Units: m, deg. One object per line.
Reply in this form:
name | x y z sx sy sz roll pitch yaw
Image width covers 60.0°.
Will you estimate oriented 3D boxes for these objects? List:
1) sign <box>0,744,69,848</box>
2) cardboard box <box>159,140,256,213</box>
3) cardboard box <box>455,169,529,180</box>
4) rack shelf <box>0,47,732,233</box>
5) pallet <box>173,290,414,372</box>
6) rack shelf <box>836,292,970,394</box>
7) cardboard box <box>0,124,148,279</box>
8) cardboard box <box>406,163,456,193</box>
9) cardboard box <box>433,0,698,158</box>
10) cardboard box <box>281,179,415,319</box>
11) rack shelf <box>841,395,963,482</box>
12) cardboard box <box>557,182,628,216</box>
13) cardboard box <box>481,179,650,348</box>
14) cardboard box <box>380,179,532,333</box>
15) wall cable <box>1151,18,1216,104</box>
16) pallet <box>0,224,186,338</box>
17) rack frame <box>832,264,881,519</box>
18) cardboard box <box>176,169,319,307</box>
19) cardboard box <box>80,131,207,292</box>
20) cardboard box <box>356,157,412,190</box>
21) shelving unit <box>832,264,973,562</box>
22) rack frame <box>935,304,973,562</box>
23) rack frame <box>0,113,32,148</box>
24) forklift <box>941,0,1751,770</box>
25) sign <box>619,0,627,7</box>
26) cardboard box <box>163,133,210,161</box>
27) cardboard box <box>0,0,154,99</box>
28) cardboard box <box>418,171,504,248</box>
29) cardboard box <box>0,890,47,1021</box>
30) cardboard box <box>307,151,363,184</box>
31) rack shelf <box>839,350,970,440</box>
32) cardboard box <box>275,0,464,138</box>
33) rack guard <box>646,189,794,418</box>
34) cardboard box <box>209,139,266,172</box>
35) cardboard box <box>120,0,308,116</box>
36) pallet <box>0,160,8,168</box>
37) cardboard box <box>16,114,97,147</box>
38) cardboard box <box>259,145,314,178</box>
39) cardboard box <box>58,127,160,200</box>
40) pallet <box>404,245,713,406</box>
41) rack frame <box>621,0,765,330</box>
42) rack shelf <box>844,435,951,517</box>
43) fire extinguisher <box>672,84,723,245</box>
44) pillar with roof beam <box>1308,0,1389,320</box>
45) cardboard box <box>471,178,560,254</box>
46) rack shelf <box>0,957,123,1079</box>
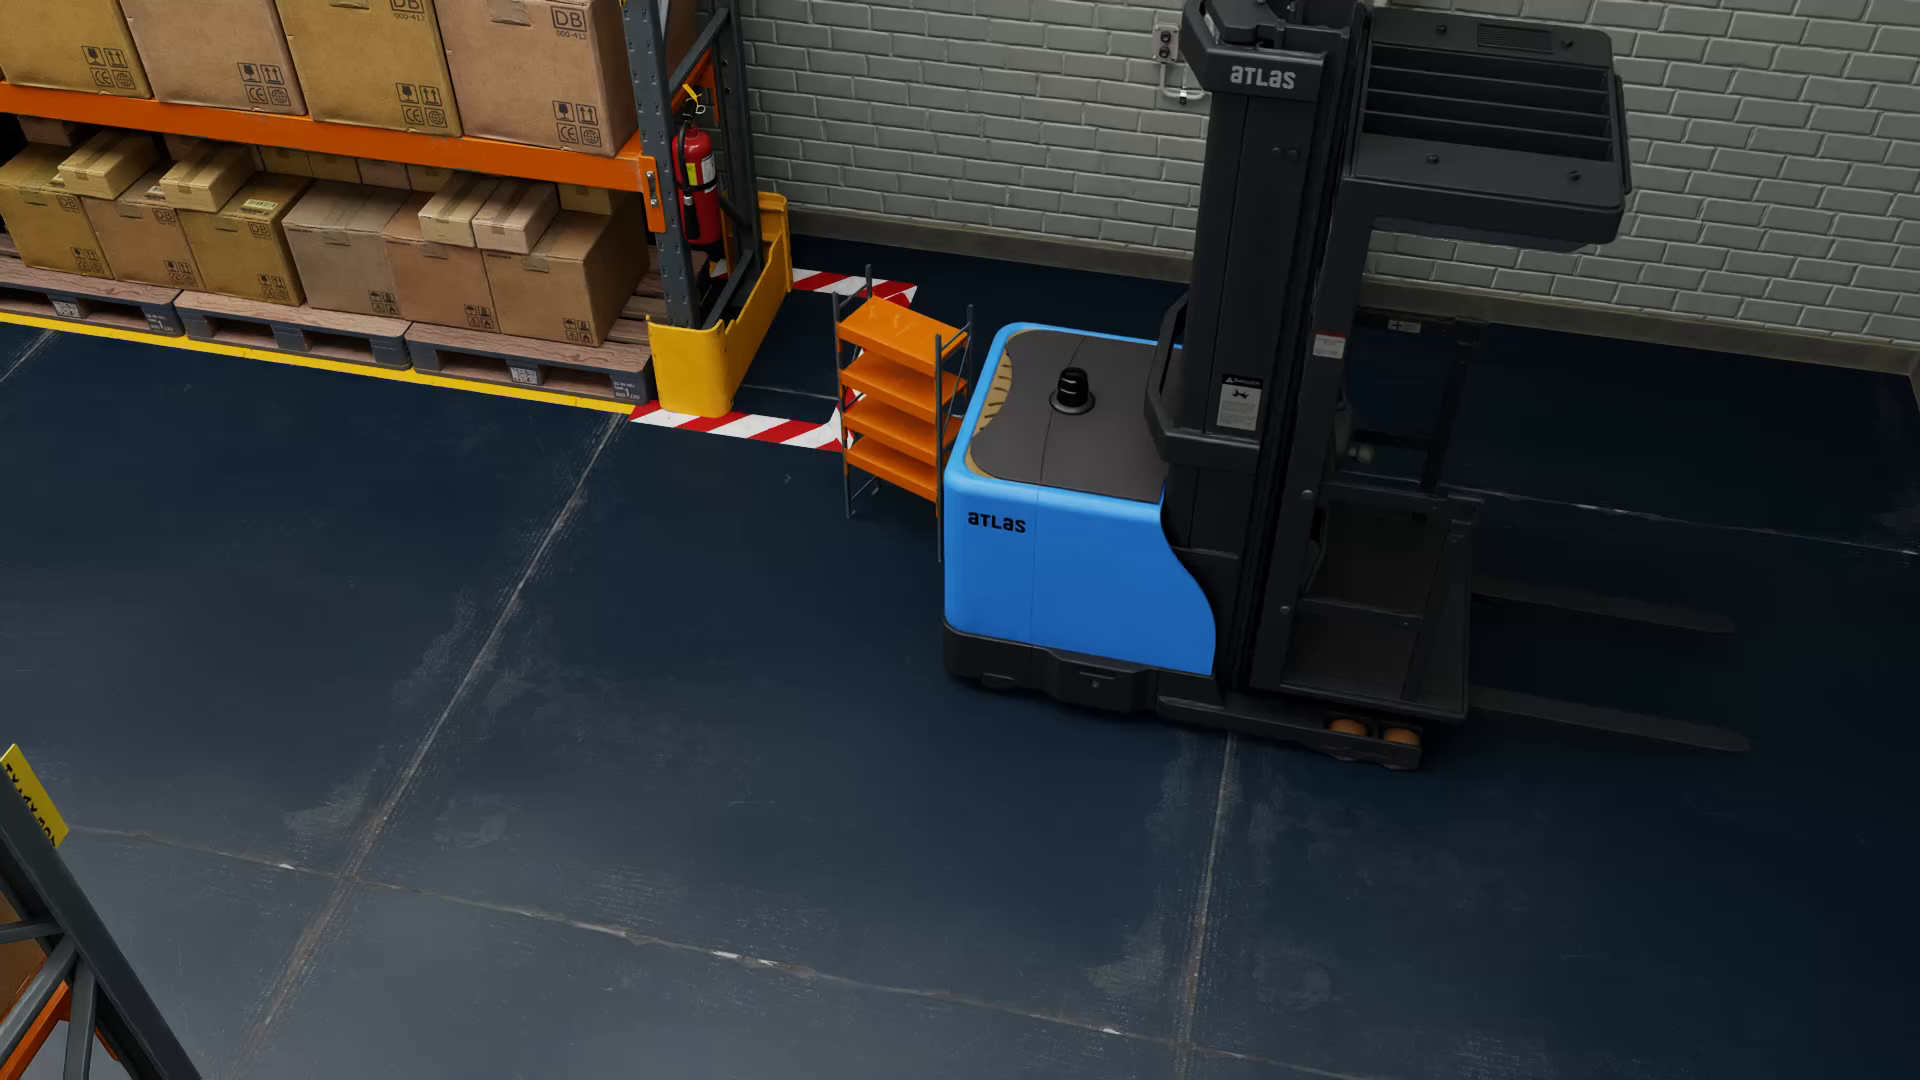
sign | -2.124 0.605 3.794 0.005 0.325 0.100 9 45 9
cardboard box | -3.556 -1.722 7.868 0.250 0.149 0.380 8 44 8
cardboard box | -2.198 -1.784 7.933 0.250 0.149 0.380 9 45 9
rack shelf | -3.116 -2.113 7.761 4.000 0.370 1.077 9 45 9
pallet | -3.148 -1.319 8.428 1.213 0.211 1.003 9 45 9
rack shelf | -0.223 -0.785 6.594 0.480 0.148 0.258 25 49 24
cardboard box | -4.360 -1.743 8.357 0.500 0.500 0.700 9 45 10
cardboard box | -2.442 -1.822 7.972 0.250 0.149 0.380 9 45 9
cardboard box | -1.664 -2.247 7.166 0.700 0.700 0.980 11 45 11
cardboard box | -2.848 -1.509 8.115 0.500 0.500 0.700 7 44 8
rack shelf | -0.223 -0.454 6.913 0.480 0.148 0.258 25 49 24
cardboard box | -1.703 -1.708 7.854 0.250 0.149 0.380 9 45 9
cardboard box | -1.869 -1.358 7.958 0.500 0.500 0.700 9 45 9
cardboard box | -2.357 -1.434 8.036 0.500 0.500 0.700 9 45 9
wall cable | 0.292 -2.881 7.308 1.851 1.984 0.084 9 45 9
pallet | -4.343 -1.502 8.618 1.213 0.211 1.003 9 45 9
rack frame | -0.426 -0.597 6.965 0.015 1.200 0.240 25 49 24
cardboard box | -3.370 -1.585 8.194 0.500 0.500 0.700 10 45 10
cardboard box | -3.871 -1.664 8.276 0.500 0.500 0.700 8 45 9
cardboard box | -2.690 -1.860 8.012 0.250 0.149 0.380 9 45 10
shelving unit | -0.223 -0.502 6.867 0.503 1.200 0.258 25 49 24
rack frame | -0.021 -0.408 6.768 0.015 1.200 0.240 25 49 24
rack frame | -5.068 -2.675 7.826 0.127 3.000 1.000 9 45 9
forklift | 1.501 -0.593 5.713 3.031 2.935 1.130 9 45 10
sign | -1.296 -2.206 6.333 0.005 0.325 0.100 9 45 9
cardboard box | -3.686 -2.015 8.172 0.250 0.149 0.380 8 44 8
cardboard box | -3.831 -2.575 7.506 0.700 0.700 0.980 8 44 8
cardboard box | -2.284 -1.526 7.664 0.250 0.149 0.380 10 45 10
cardboard box | -2.618 1.002 3.934 0.500 0.500 0.500 10 45 10
cardboard box | -2.941 -1.899 8.052 0.250 0.149 0.380 9 45 9
rack shelf | -0.223 -0.615 6.758 0.480 0.148 0.258 25 49 24
cardboard box | -2.376 -2.350 7.272 0.700 0.700 0.980 8 45 9
rack guard | -1.141 -1.165 8.060 0.348 0.500 1.175 9 45 9
cardboard box | -3.440 -1.976 8.132 0.250 0.149 0.380 9 45 9
cardboard box | -3.118 -2.472 7.399 0.700 0.700 0.980 7 44 7
pallet | -5.837 -1.736 8.861 1.213 0.211 1.003 9 45 9
cardboard box | -4.458 -2.133 8.295 0.250 0.149 0.380 9 45 9
cardboard box | -3.188 -1.937 8.092 0.250 0.149 0.380 8 44 8
cardboard box | -4.066 -1.801 7.950 0.250 0.149 0.380 10 45 10
pallet | -1.961 -1.132 8.234 1.213 0.211 1.003 9 45 9
rack frame | -1.164 -2.069 7.196 0.127 3.000 1.000 9 45 9
rack shelf | -0.223 -0.311 7.051 0.480 0.148 0.258 25 49 24
fire extinguisher | -1.118 -1.572 7.004 0.183 0.674 0.296 9 45 9
pillar with roof beam | 0.720 -1.493 2.273 0.400 9.000 9.100 9 45 9
cardboard box | -2.034 -1.488 7.625 0.250 0.149 0.380 8 45 9
rack shelf | -4.194 1.240 4.277 4.000 0.370 1.077 9 45 9
